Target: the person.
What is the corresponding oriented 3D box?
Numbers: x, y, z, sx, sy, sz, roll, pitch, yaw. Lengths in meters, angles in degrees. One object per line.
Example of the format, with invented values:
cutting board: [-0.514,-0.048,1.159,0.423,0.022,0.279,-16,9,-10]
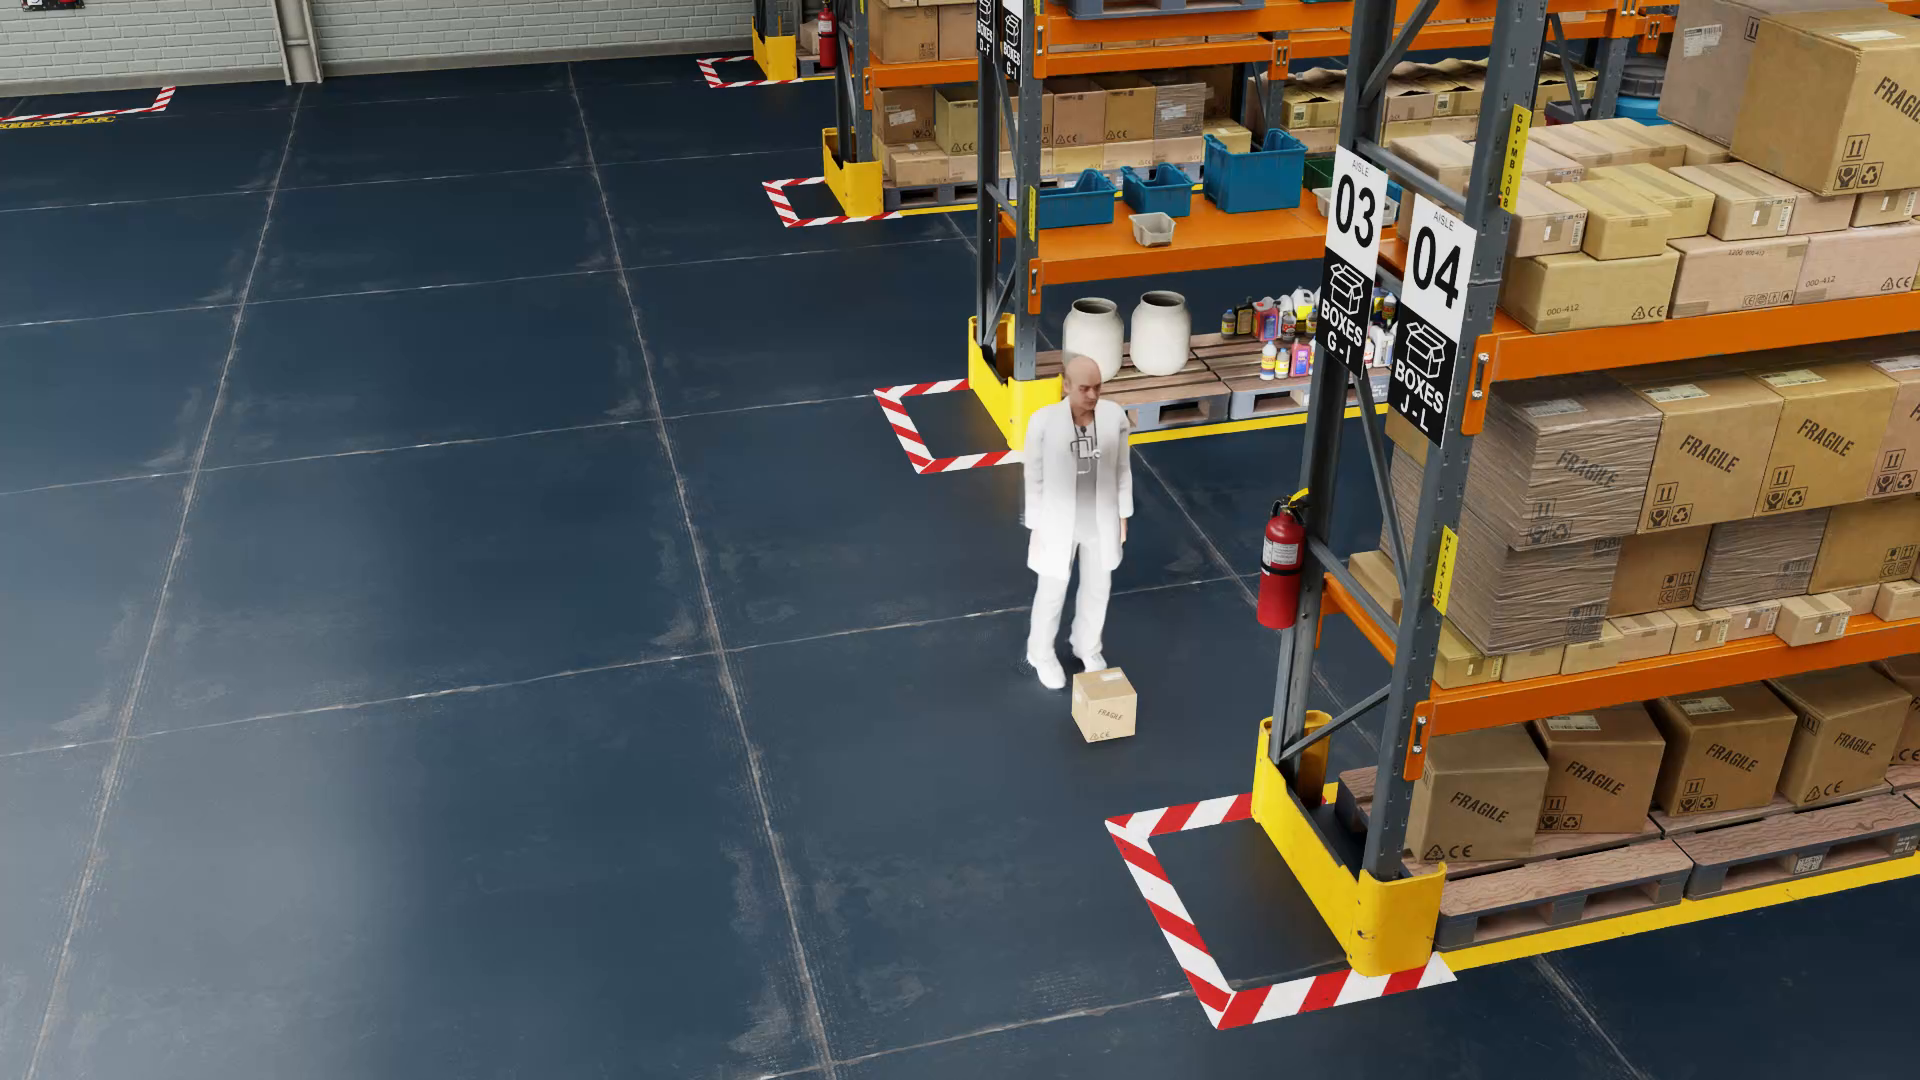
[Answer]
person: [0.608,-0.085,8.411,0.564,1.778,0.381,-7,31,-12]
